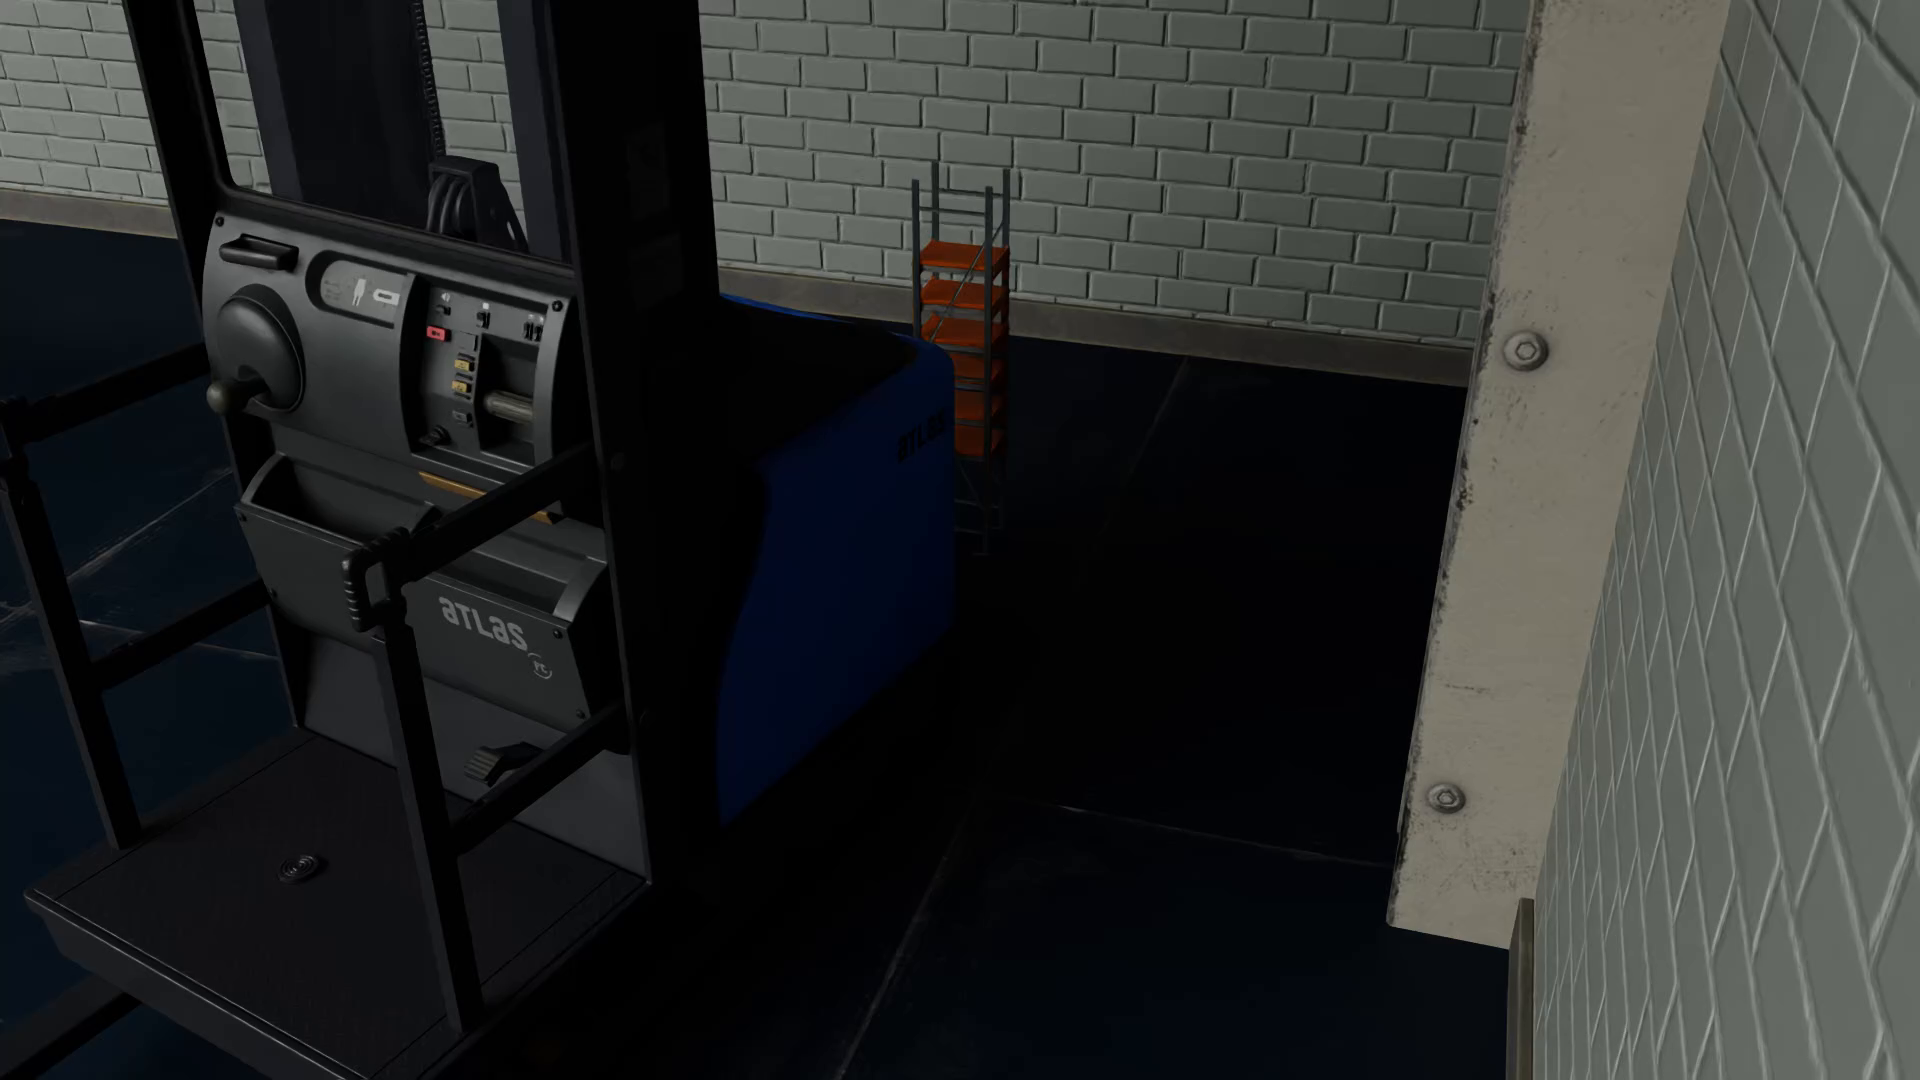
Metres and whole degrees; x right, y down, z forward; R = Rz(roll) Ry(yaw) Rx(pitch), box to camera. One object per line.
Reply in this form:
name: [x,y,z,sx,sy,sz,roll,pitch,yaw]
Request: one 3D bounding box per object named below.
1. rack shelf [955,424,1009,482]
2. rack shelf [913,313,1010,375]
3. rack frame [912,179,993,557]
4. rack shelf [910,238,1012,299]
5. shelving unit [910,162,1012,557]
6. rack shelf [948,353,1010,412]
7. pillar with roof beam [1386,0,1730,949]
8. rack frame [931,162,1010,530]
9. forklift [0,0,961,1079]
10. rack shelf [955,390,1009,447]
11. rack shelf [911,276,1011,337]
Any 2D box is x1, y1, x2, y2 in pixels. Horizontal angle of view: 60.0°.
rack shelf: [0.004,-0.282,5.225,0.258,0.103,0.180,8,30,15]
rack shelf: [0.004,-0.597,5.050,0.258,0.103,0.180,8,30,15]
rack frame: [-0.023,-0.489,5.010,0.240,1.200,0.006,8,30,15]
rack shelf: [0.004,-0.807,4.933,0.258,0.103,0.180,8,30,15]
shelving unit: [0.004,-0.531,5.086,0.258,1.200,0.189,8,30,15]
rack shelf: [0.004,-0.492,5.108,0.258,0.103,0.180,8,30,15]
pillar with roof beam: [-2.940,-3.740,2.833,9.100,9.000,0.400,8,30,15]
rack frame: [0.031,-0.574,5.163,0.240,1.200,0.006,8,30,15]
forklift: [-1.189,-0.320,2.927,1.130,2.935,3.031,16,33,27]
rack shelf: [0.004,-0.387,5.166,0.258,0.103,0.180,8,30,15]
rack shelf: [0.004,-0.702,4.991,0.258,0.103,0.180,8,30,15]
